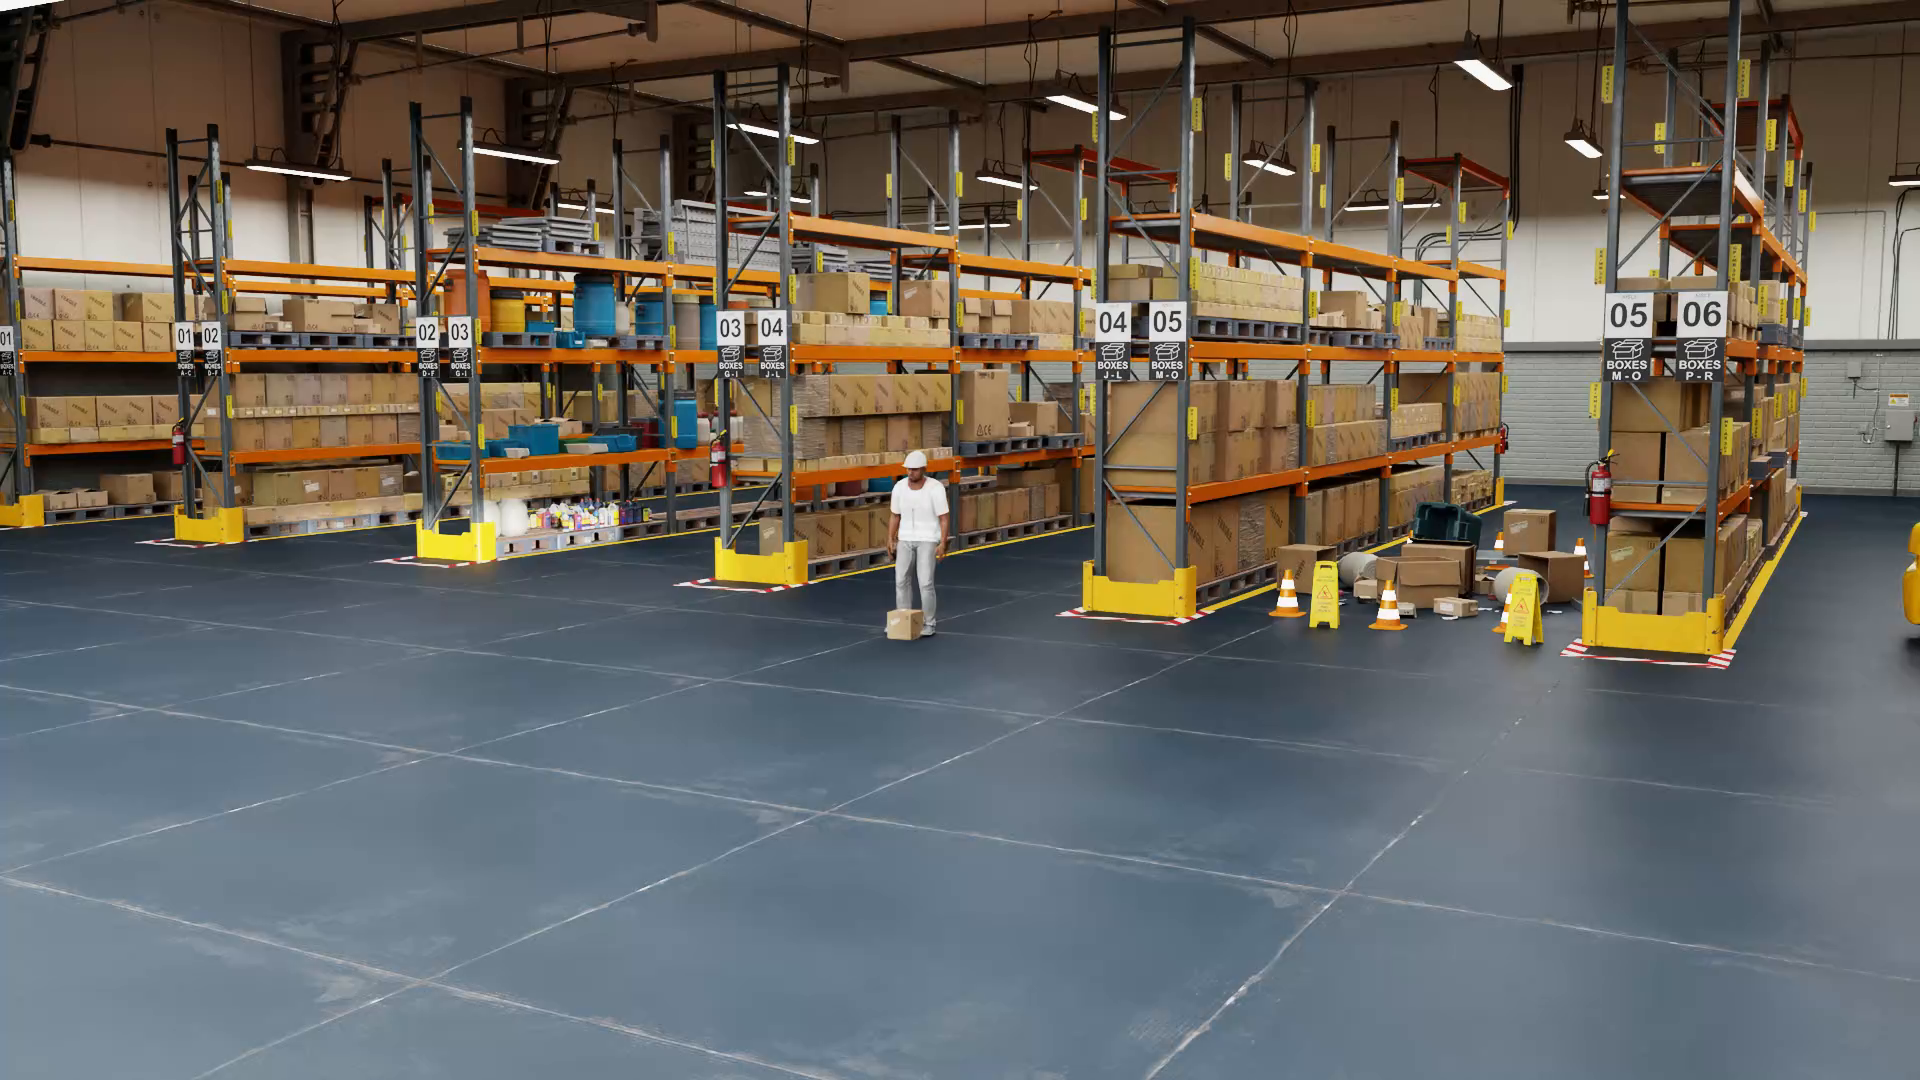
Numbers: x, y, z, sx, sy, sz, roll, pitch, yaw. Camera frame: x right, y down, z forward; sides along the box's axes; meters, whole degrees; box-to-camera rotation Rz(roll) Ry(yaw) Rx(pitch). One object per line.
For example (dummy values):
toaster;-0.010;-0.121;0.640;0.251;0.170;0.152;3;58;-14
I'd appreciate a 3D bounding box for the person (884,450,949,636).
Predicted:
person;-0.412;0.026;15.810;0.628;1.759;0.461;3;7;25
